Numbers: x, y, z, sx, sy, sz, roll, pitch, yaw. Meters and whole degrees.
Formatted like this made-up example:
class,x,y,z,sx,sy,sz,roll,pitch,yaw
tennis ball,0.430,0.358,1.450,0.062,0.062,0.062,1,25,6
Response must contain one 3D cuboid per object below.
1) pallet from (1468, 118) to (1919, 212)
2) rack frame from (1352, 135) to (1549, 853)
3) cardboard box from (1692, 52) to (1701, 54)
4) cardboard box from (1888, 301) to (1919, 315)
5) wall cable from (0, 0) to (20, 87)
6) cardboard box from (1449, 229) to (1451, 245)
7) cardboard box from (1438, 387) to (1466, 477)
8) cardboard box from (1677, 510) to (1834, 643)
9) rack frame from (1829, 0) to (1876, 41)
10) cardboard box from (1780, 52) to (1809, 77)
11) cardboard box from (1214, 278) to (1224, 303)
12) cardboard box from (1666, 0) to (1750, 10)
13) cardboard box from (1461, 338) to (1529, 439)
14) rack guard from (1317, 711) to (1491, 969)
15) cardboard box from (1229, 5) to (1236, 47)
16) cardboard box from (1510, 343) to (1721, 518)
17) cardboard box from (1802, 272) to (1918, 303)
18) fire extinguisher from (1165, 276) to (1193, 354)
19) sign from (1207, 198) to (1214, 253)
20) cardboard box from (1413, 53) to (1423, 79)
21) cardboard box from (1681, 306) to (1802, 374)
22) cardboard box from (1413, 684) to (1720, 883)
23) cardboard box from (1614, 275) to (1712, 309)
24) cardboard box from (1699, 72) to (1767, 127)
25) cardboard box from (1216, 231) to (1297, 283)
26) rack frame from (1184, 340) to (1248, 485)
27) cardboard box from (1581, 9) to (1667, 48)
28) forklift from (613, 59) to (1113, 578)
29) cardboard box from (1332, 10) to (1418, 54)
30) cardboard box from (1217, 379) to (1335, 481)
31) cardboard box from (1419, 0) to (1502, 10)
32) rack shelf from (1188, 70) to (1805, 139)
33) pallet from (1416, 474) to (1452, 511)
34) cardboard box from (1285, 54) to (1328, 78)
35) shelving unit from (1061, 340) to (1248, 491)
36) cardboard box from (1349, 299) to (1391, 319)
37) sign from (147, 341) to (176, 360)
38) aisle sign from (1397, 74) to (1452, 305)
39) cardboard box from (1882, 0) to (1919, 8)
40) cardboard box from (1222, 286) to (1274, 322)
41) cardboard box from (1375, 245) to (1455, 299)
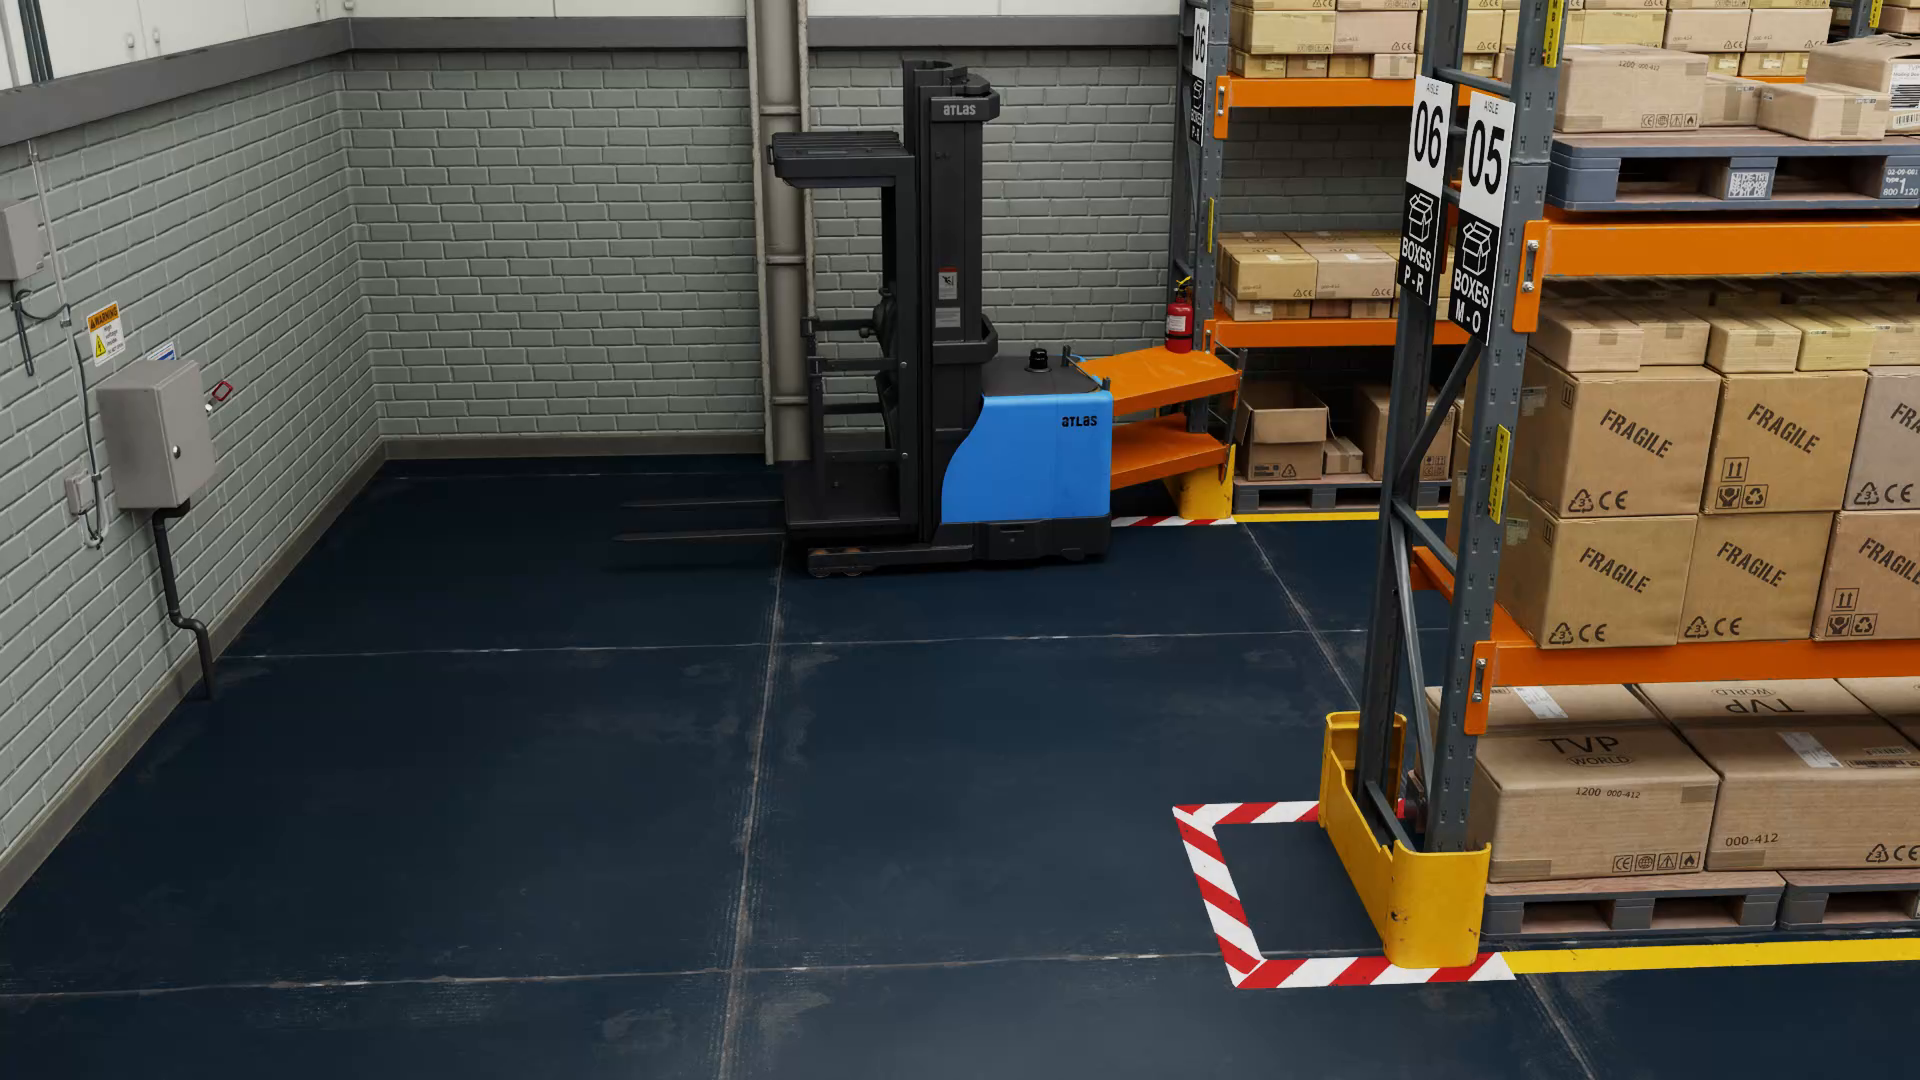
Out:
class,x,y,z,sx,sy,sz,roll,pitch,yaw
pallet,2.549,-1.358,5.882,1.213,0.211,1.003,-1,21,-3
rack frame,1.809,0.021,6.351,0.127,3.000,1.000,-1,21,-3
cardboard box,4.415,-2.986,10.386,0.250,0.149,0.380,-1,21,-3
cardboard box,3.475,-0.726,5.855,0.250,0.149,0.380,-1,21,-3
wall cable,-3.894,-2.834,5.419,0.029,3.000,2.355,-1,21,-3
cardboard box,3.498,-1.944,11.304,0.500,0.250,0.500,-1,21,-3
cardboard box,3.527,-0.728,11.240,0.500,0.500,0.500,-1,21,-2
cardboard box,2.808,0.046,6.143,0.500,0.500,0.500,-1,21,-4
rack frame,5.516,-4.627,10.128,0.127,3.000,1.000,-1,21,-3
cardboard box,5.174,-2.996,10.411,0.250,0.149,0.380,-1,21,-3
cardboard box,1.838,-1.727,11.294,0.250,0.149,0.380,-1,21,-4
cardboard box,4.519,-3.419,10.259,0.500,0.250,0.500,-1,21,-4
cardboard box,2.277,-0.588,6.403,0.500,0.500,0.500,0,21,-1
rack guard,1.785,1.190,6.794,0.348,0.500,1.175,-1,21,-3
cardboard box,1.951,-3.319,10.699,0.500,0.250,0.500,-2,21,-4
cardboard box,2.305,-0.402,5.915,0.500,0.500,0.500,-2,21,-4
cardboard box,3.427,-0.920,6.365,0.250,0.149,0.380,-1,21,-2
fire extinguisher,1.402,-1.365,10.623,0.183,0.674,0.296,-1,21,-3
sign,1.553,-1.954,10.321,0.005,0.325,0.100,-1,21,-3
cardboard box,2.887,-2.941,10.267,0.250,0.149,0.380,-1,21,-3
cardboard box,2.703,-0.700,5.787,0.250,0.149,0.380,-1,21,-1
cardboard box,2.462,0.973,6.860,0.875,0.438,0.875,-2,21,-5
cardboard box,2.661,-0.924,6.374,0.250,0.149,0.380,-1,21,-4
cardboard box,2.667,-1.585,5.974,0.250,0.149,0.380,-3,21,-7
cardboard box,1.966,-1.915,11.228,0.500,0.250,0.500,-1,21,-1
rack frame,1.629,-0.837,10.844,0.032,1.125,0.500,-14,38,-25
cardboard box,4.018,-3.175,10.321,0.500,0.250,0.500,-1,21,-2
forklift,-0.624,-1.343,10.029,3.031,2.935,1.130,-2,21,-7
cardboard box,2.487,-3.143,10.237,0.500,0.250,0.500,-1,21,-2
cardboard box,2.138,-0.751,11.295,0.637,0.503,0.797,-2,21,-5
cardboard box,2.989,-3.385,10.171,0.500,0.250,0.500,-1,21,-4
rack shelf,3.519,-2.849,10.683,4.000,0.370,1.077,-1,21,-3
pallet,3.609,-0.481,11.588,1.213,0.211,1.003,-1,21,-3
cardboard box,2.114,-2.965,10.331,0.250,0.149,0.380,-1,21,-2
shelving unit,1.182,-0.726,10.627,1.048,1.125,0.538,-14,38,-25
cardboard box,2.633,-1.557,10.847,0.250,0.149,0.380,-1,21,-1
sign,-4.028,-0.732,8.462,0.001,0.494,0.329,-1,21,-3
aisle sign,1.720,-1.303,6.173,0.004,0.787,0.394,-1,21,-3
cardboard box,5.839,-3.340,10.167,0.250,0.149,0.380,-1,21,-1
cardboard box,1.866,-1.534,10.788,0.250,0.149,0.380,-1,21,-3
cardboard box,3.000,-1.747,10.785,0.500,0.250,0.500,-2,21,-4
